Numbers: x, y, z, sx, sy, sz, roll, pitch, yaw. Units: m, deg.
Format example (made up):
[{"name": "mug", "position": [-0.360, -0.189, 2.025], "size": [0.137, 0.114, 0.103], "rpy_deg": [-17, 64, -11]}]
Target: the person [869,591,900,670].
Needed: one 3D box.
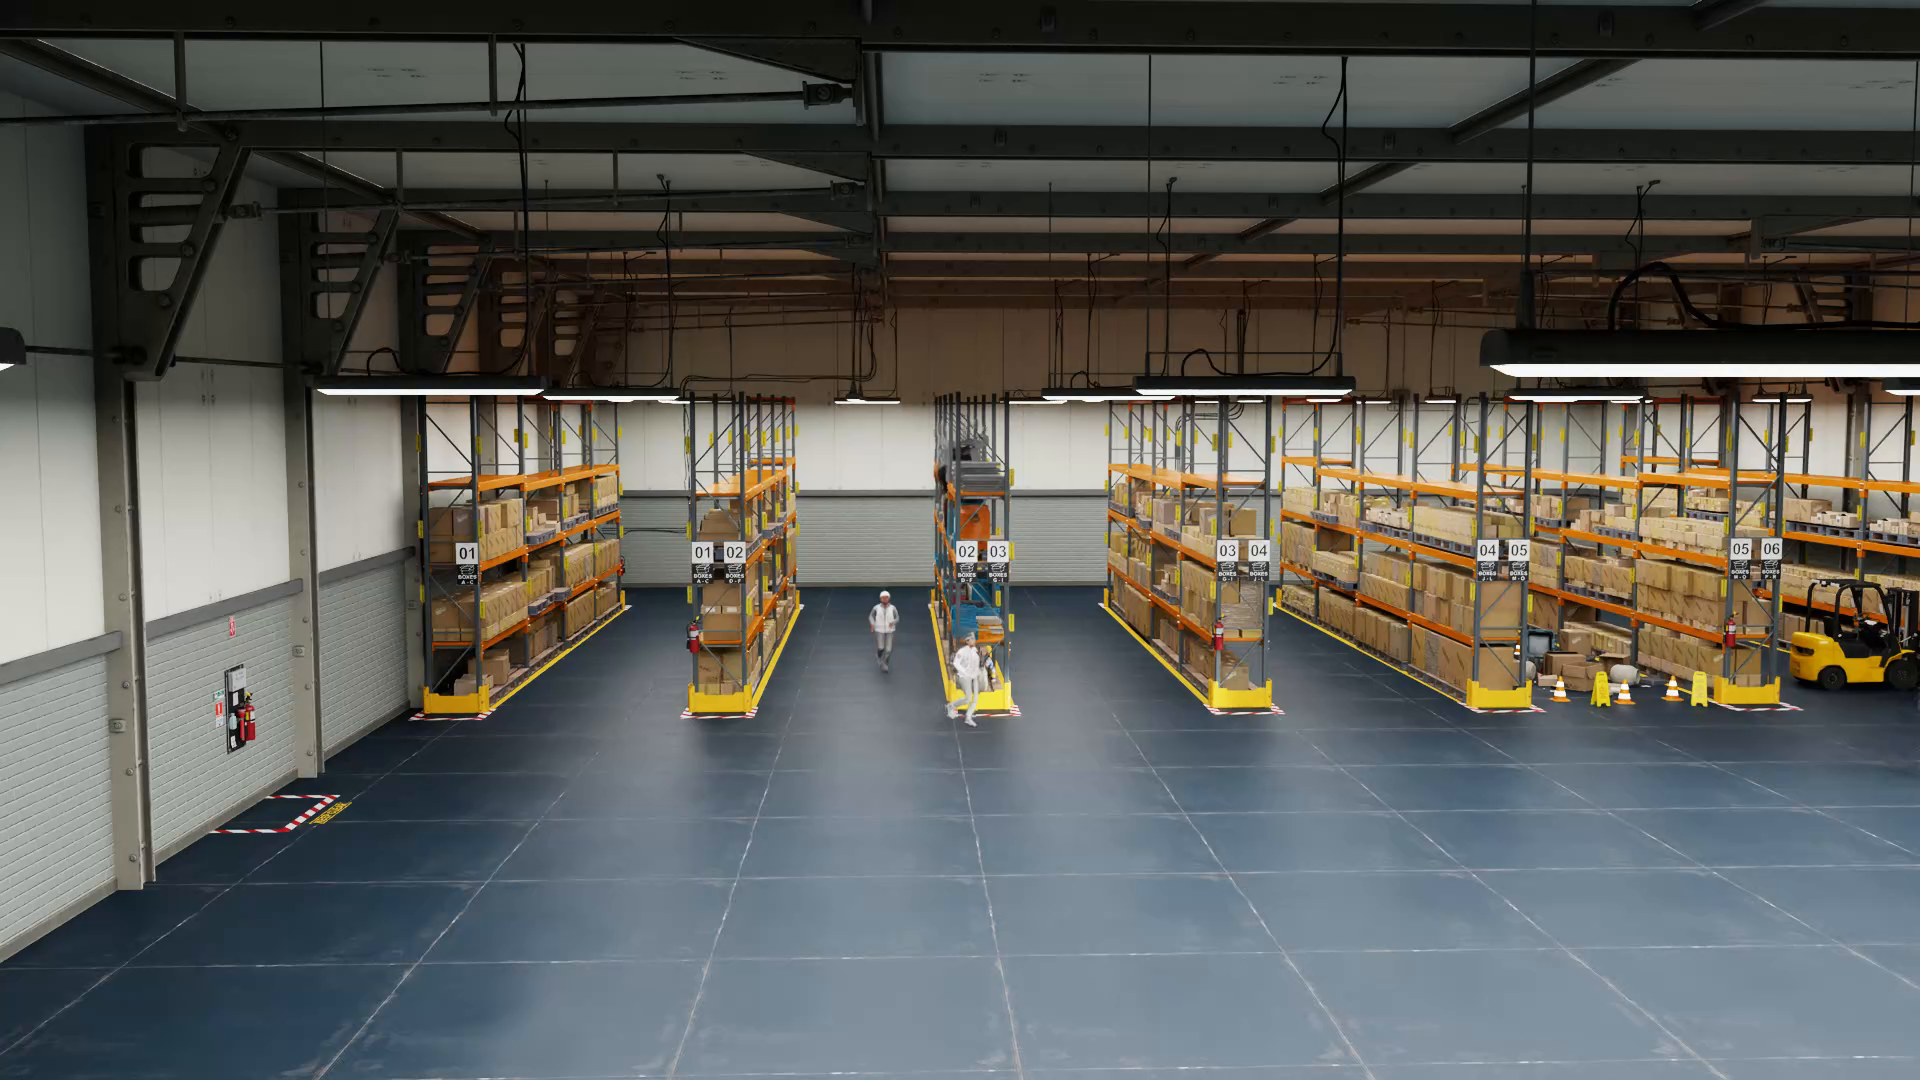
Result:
[{"name": "person", "position": [-1.628, 1.977, 35.988], "size": [0.657, 1.729, 0.575], "rpy_deg": [-1, 5, -7]}]

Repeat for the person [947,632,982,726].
[{"name": "person", "position": [0.136, 2.497, 30.119], "size": [0.632, 1.680, 0.636], "rpy_deg": [4, 6, 40]}]
